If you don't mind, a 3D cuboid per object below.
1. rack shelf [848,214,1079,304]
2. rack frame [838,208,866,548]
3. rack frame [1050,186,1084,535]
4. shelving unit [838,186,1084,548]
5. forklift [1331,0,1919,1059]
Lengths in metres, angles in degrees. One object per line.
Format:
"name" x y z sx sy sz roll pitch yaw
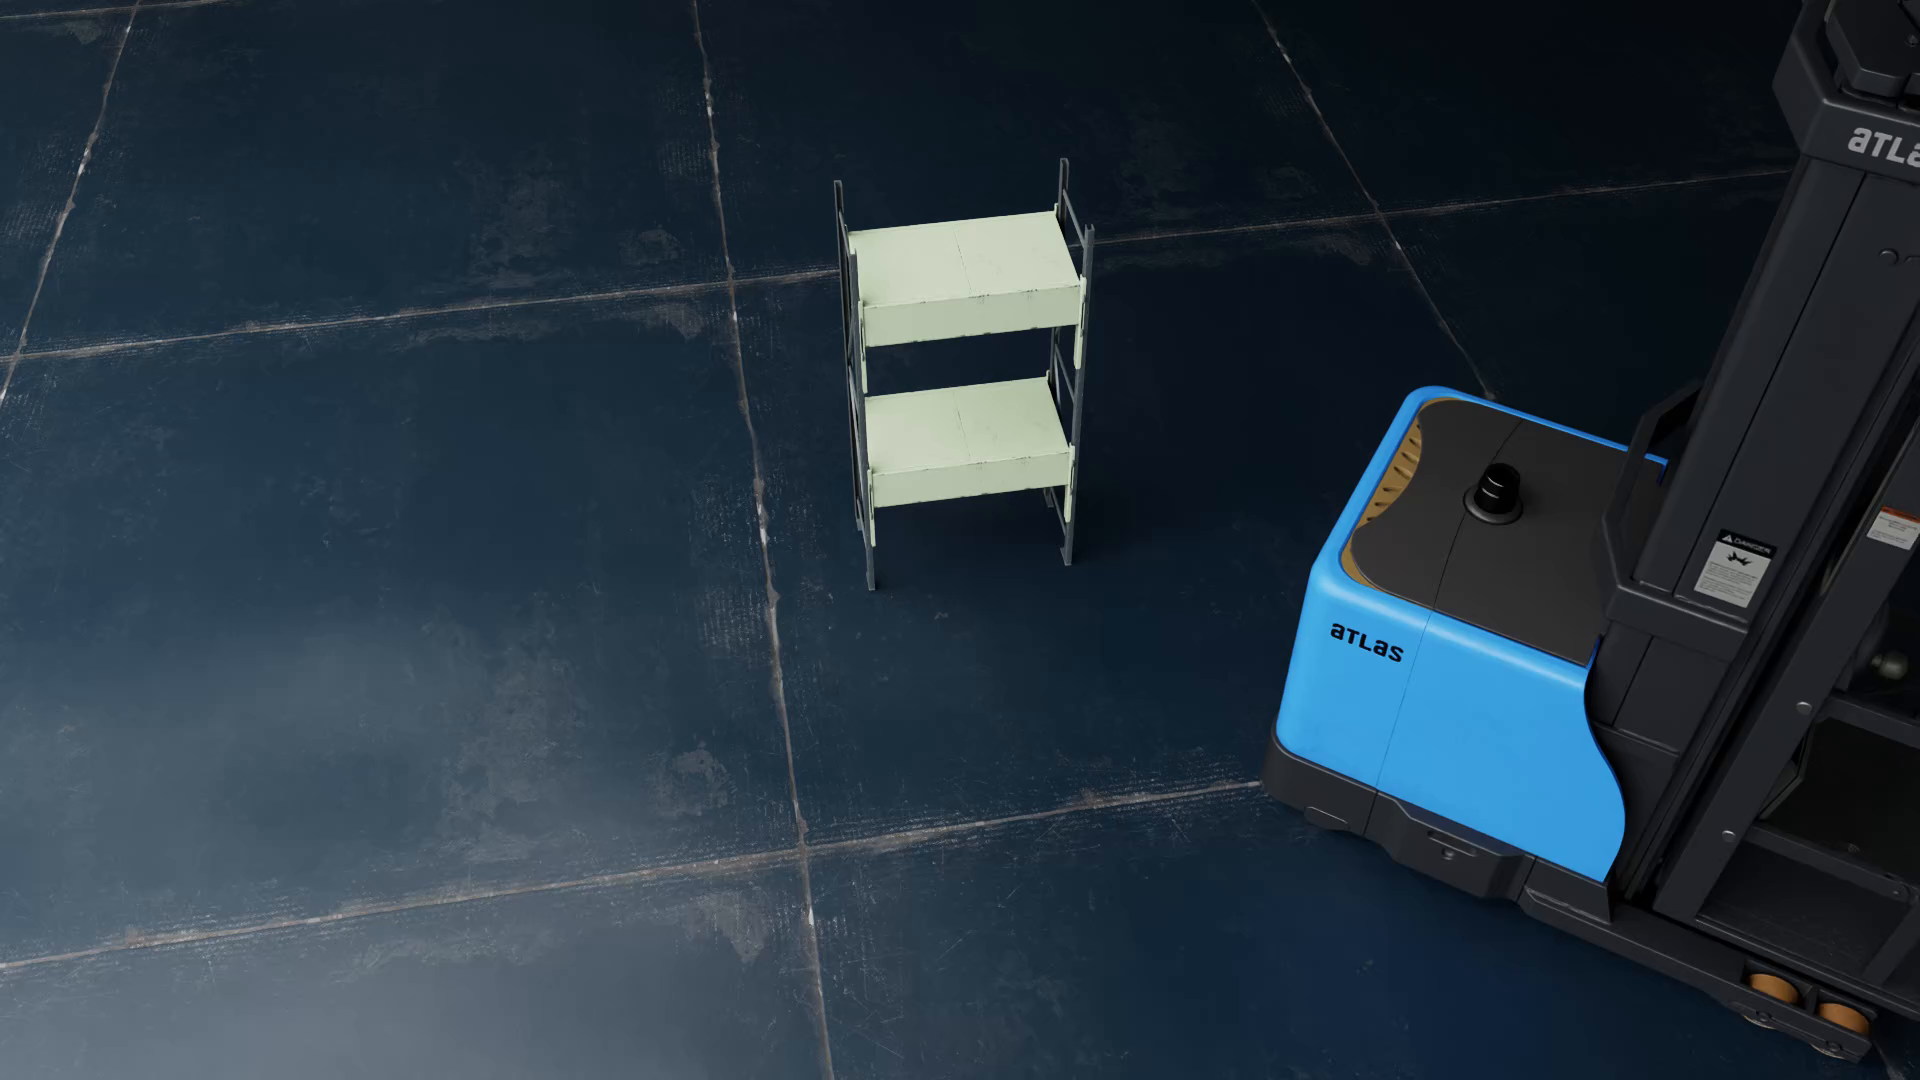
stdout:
"rack shelf" 0.007 -0.885 5.334 0.686 0.052 0.368 -7 46 -7
"rack frame" -0.354 -0.477 5.668 0.010 1.308 0.380 -7 46 -7
"rack frame" 0.367 -0.567 5.755 0.010 1.308 0.380 -7 46 -7
"shelving unit" 0.006 -0.522 5.712 0.742 1.308 0.380 -7 46 -7
"forklift" 2.515 0.043 4.174 3.031 2.935 1.109 22 50 20
